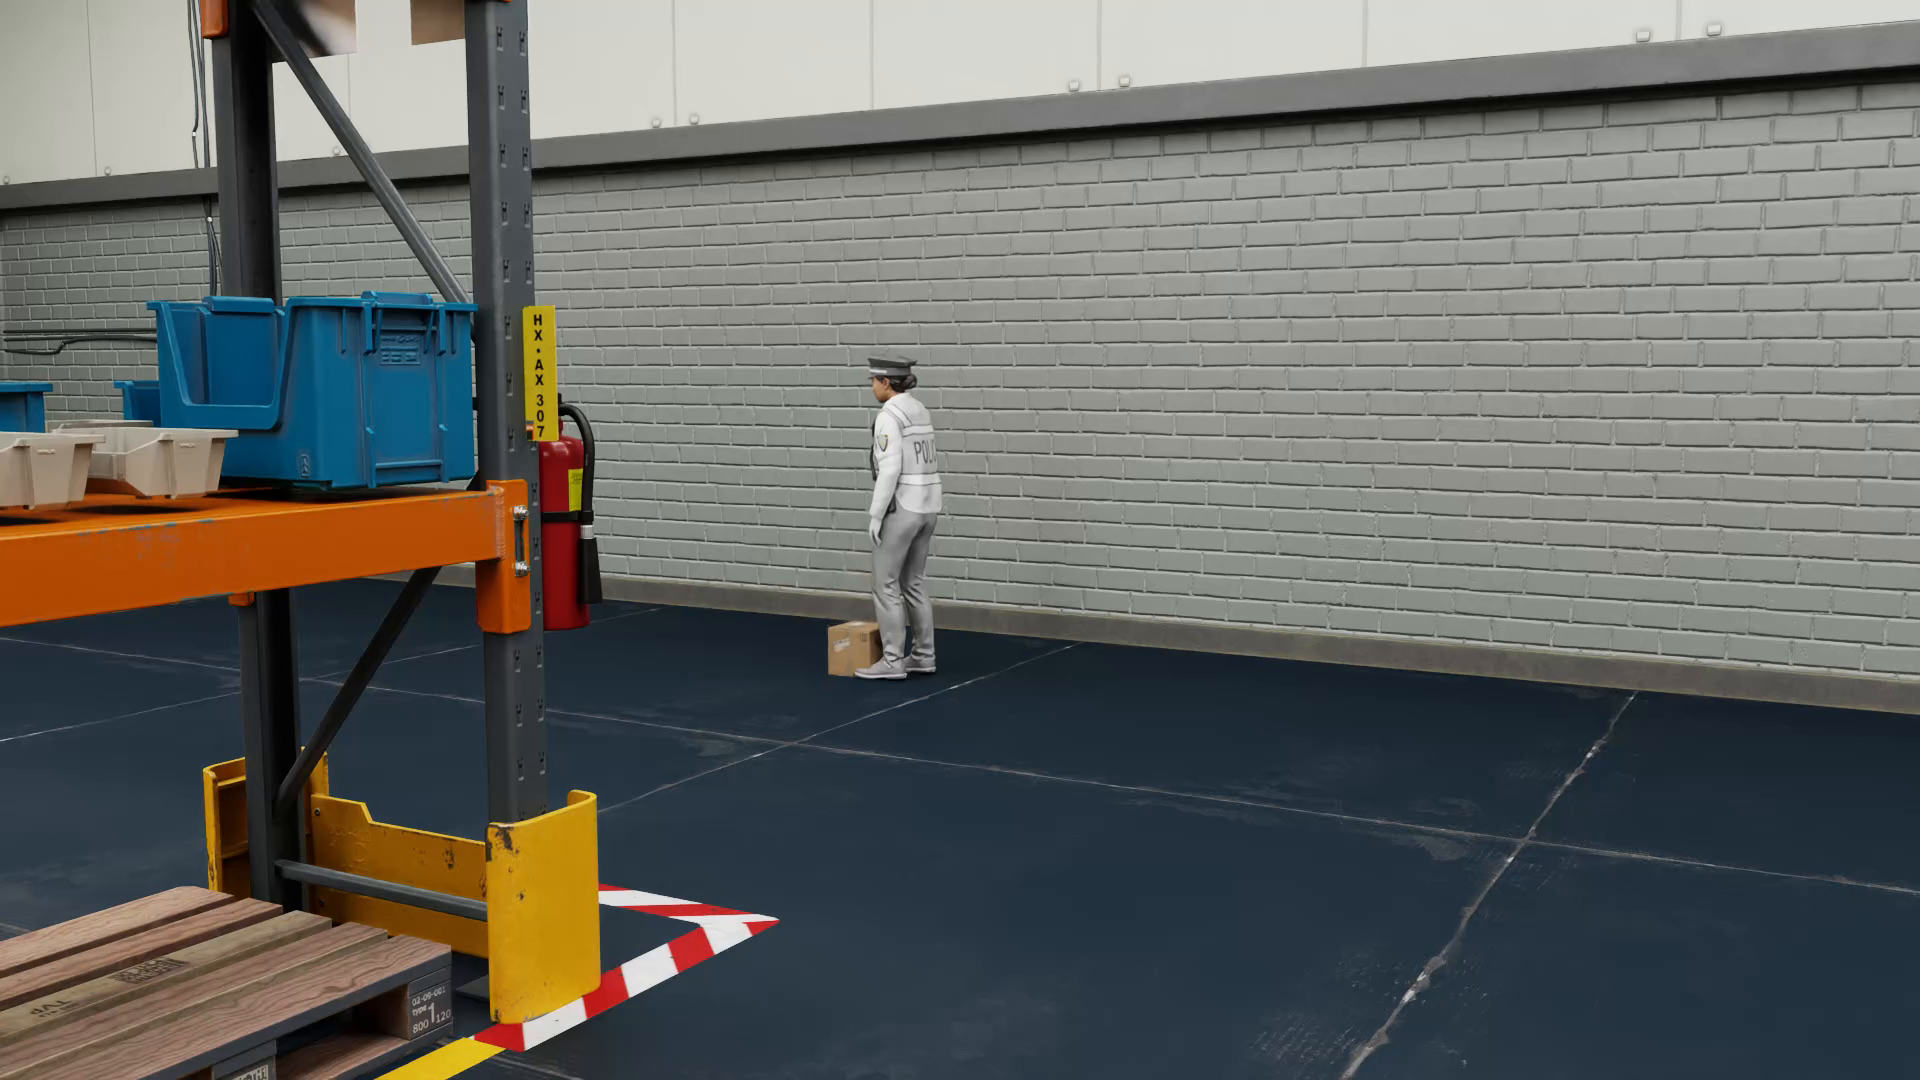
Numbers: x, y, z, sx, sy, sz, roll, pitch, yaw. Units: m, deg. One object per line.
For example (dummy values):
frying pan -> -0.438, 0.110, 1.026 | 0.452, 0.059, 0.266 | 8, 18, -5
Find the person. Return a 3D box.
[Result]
person -> -0.315, -0.121, 8.492 | 0.412, 1.663, 0.517 | 3, 7, 27
